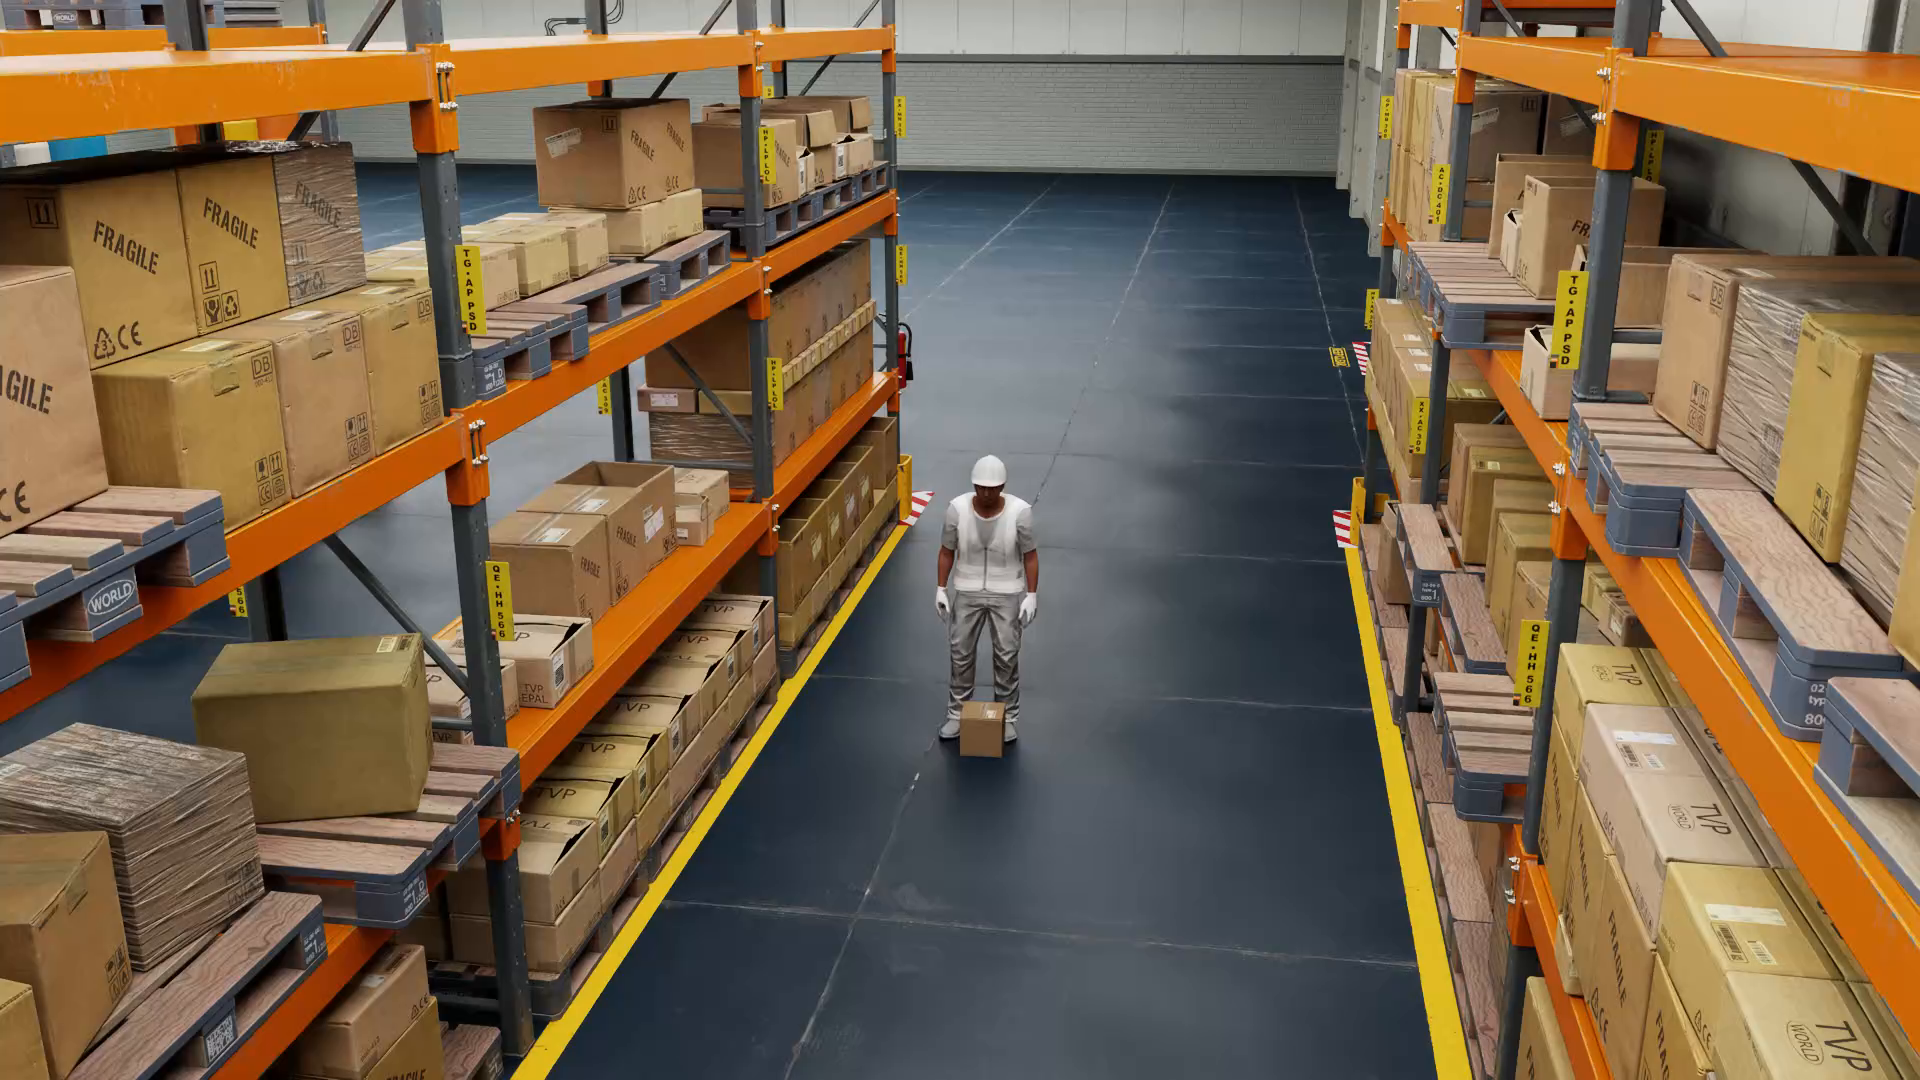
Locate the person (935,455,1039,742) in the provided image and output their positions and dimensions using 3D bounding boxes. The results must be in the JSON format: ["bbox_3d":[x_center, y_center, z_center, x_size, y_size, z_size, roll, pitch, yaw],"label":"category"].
[{"bbox_3d":[0.159,0.341,9.965,0.617,1.774,0.446,3,18,9],"label":"person"}]
